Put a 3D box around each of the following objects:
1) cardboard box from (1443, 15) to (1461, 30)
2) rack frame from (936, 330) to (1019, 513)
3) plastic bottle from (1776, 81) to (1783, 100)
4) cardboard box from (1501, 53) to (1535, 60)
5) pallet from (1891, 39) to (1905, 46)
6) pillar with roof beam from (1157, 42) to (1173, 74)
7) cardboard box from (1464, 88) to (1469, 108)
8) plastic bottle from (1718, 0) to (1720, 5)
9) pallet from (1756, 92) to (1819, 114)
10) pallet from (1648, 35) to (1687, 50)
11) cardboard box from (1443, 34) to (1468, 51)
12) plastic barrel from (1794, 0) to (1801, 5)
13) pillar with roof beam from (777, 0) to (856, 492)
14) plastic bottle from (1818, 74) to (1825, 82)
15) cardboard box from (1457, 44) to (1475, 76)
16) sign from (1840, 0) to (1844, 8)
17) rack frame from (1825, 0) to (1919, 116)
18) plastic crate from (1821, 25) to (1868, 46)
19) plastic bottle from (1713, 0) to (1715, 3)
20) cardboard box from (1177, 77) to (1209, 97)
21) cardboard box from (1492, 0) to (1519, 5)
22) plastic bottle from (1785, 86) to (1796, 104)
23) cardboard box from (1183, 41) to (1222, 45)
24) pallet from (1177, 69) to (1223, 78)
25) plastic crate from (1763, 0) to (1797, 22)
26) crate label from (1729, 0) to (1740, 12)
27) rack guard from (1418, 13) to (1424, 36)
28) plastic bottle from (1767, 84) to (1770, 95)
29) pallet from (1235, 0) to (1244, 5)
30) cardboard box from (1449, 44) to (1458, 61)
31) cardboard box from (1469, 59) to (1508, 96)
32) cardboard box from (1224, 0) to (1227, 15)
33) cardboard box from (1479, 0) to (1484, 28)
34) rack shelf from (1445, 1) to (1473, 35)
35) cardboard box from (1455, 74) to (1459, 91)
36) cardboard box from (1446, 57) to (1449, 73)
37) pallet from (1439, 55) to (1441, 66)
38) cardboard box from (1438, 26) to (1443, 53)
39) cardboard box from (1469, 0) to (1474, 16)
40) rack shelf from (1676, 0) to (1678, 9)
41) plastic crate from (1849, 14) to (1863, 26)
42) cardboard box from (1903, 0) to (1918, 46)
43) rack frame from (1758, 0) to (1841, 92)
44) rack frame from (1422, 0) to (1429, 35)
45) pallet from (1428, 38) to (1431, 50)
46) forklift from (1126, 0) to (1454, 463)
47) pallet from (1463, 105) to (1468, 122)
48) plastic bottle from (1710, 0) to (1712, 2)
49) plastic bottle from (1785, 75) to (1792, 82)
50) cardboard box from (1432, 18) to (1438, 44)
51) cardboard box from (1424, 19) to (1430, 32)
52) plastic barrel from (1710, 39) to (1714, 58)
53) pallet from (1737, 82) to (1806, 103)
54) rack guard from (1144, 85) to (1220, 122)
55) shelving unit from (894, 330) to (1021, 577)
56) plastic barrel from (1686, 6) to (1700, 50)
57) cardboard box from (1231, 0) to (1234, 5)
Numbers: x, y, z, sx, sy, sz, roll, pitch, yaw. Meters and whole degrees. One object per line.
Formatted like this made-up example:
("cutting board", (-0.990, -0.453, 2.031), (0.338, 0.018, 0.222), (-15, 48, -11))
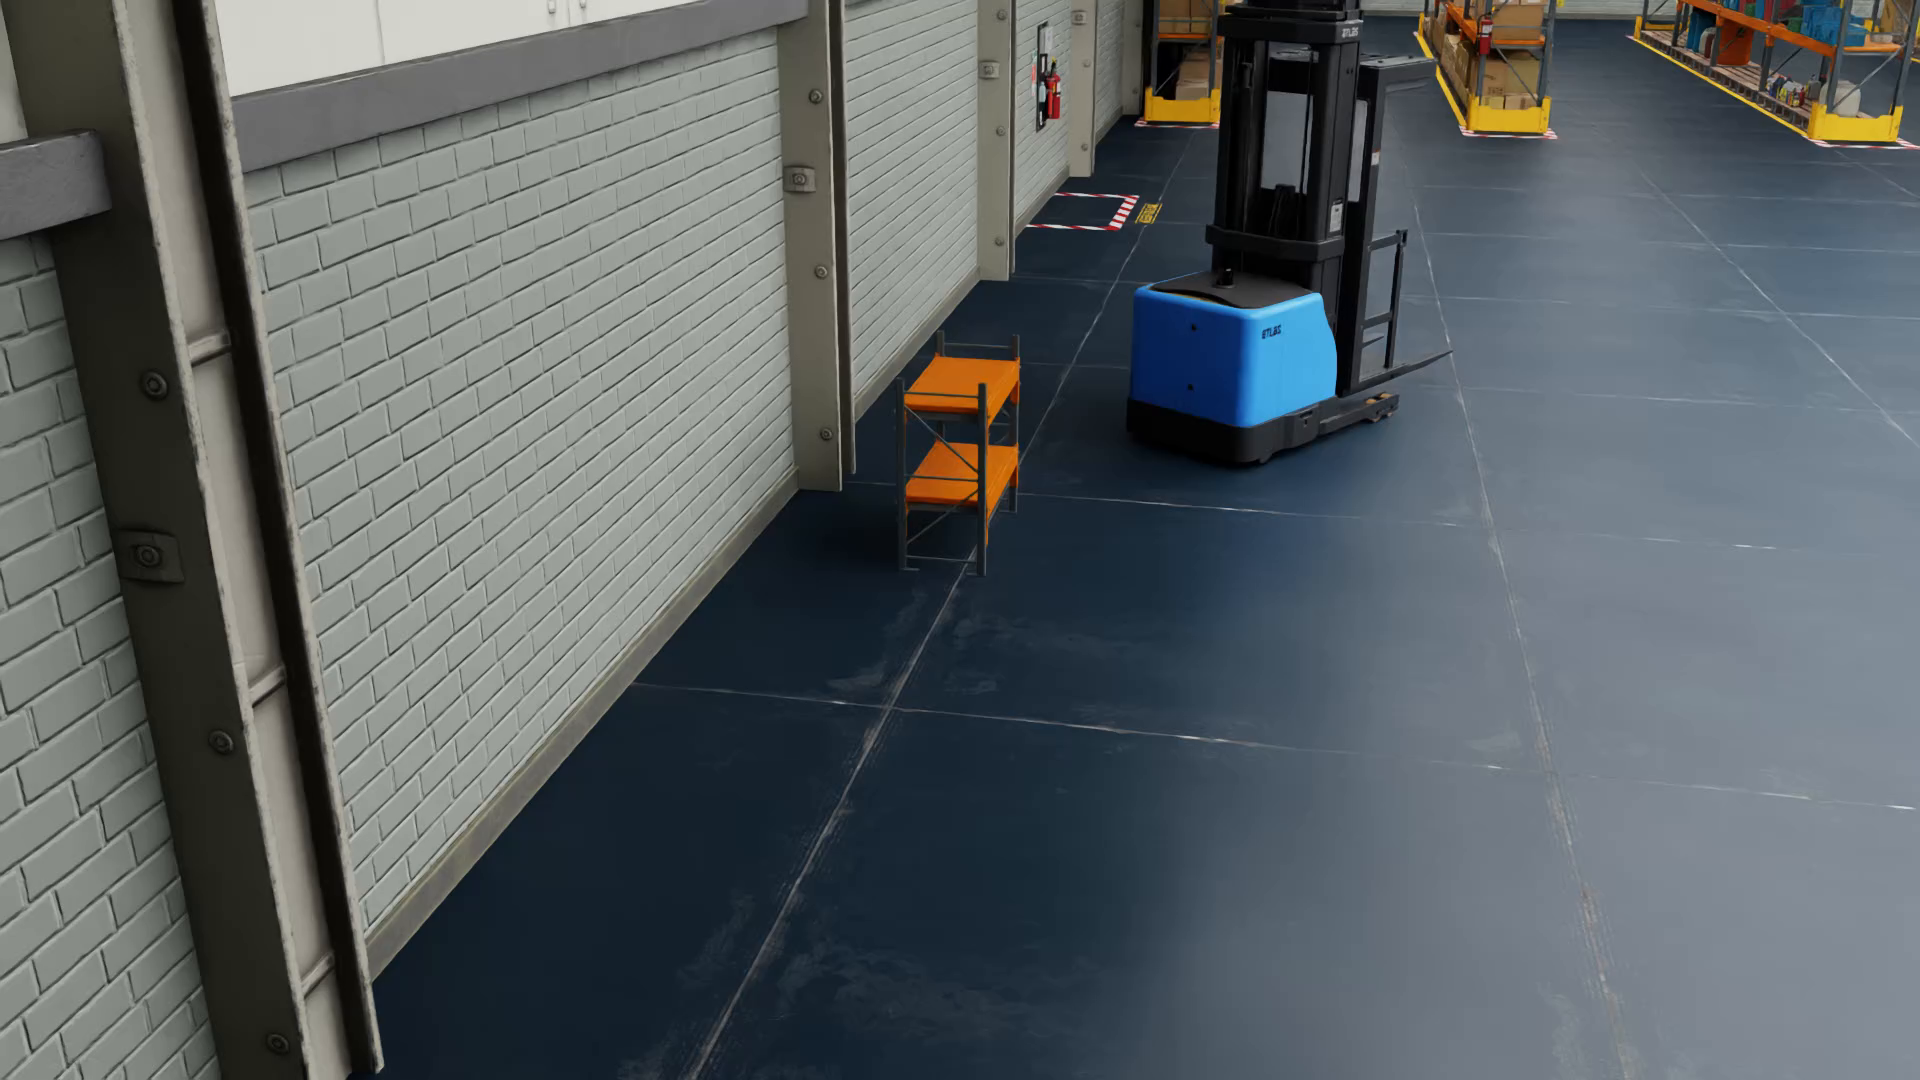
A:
("cardboard box", (9.951, -10.368, 33.334), (0.500, 0.250, 0.500), (5, 23, 13))
("rack frame", (0.105, -0.710, 10.111), (0.500, 1.125, 0.032), (4, 22, 11))
("plastic bottle", (13.331, -7.307, 27.028), (0.061, 0.283, 0.133), (5, 23, 13))
("cardboard box", (8.867, -7.482, 26.530), (0.500, 0.500, 0.500), (4, 22, 11))
("pallet", (20.974, -10.727, 36.206), (1.003, 0.211, 1.213), (4, 22, 11))
("pillar with roof beam", (8.235, -13.016, 30.126), (9.100, 9.000, 0.400), (4, 22, 11))
("cardboard box", (8.260, -6.990, 26.314), (0.500, 0.250, 0.500), (4, 22, 11))
("plastic bottle", (14.496, -10.342, 31.673), (0.061, 0.283, 0.133), (4, 22, 11))
("pallet", (13.837, -7.217, 27.490), (1.003, 0.211, 1.213), (4, 22, 11))
("pallet", (16.006, -11.104, 37.143), (1.003, 0.211, 1.213), (4, 22, 11))
("cardboard box", (9.588, -9.605, 32.054), (0.500, 0.311, 0.500), (5, 23, 13))
("plastic barrel", (14.425, -9.149, 28.373), (0.433, 0.535, 0.433), (0, 22, 0))
("pillar with roof beam", (3.337, -4.238, 8.332), (9.100, 9.000, 0.400), (4, 22, 11))
("plastic bottle", (14.165, -7.470, 27.344), (0.144, 0.351, 0.185), (4, 22, 9))
("cardboard box", (8.671, -8.069, 27.989), (0.500, 0.500, 0.500), (4, 22, 11))
("sign", (14.551, -8.835, 27.405), (0.100, 0.325, 0.005), (4, 22, 11))
("rack frame", (13.198, -7.290, 23.938), (1.000, 3.000, 0.127), (4, 22, 11))
("plastic crate", (13.008, -7.426, 24.477), (0.499, 0.251, 0.616), (4, 22, 11))
("plastic bottle", (14.604, -10.465, 32.087), (0.097, 0.201, 0.097), (0, 22, 0))
("cardboard box", (3.845, -7.456, 27.363), (0.500, 0.311, 0.500), (6, 23, 15))
("cardboard box", (8.241, -8.170, 25.123), (0.380, 0.149, 0.250), (4, 22, 10))
("plastic bottle", (13.251, -7.076, 26.465), (0.152, 0.276, 0.135), (4, 22, 9))
("cardboard box", (4.506, -9.016, 30.981), (0.700, 0.500, 0.500), (4, 22, 10))
("pallet", (4.473, -8.499, 30.674), (1.003, 0.211, 1.213), (4, 22, 11))
("plastic crate", (13.814, -8.983, 28.056), (0.402, 0.464, 0.583), (4, 22, 11))
("crate label", (14.363, -9.889, 30.345), (0.502, 0.435, 0.616), (4, 22, 11))
("rack guard", (11.599, -12.333, 39.807), (1.175, 0.500, 0.348), (4, 22, 11))
("plastic bottle", (13.479, -7.501, 27.620), (0.097, 0.201, 0.097), (0, 22, 0))
("pallet", (4.614, -9.687, 30.148), (1.003, 0.211, 1.213), (4, 22, 11))
("cardboard box", (9.172, -8.854, 30.190), (0.500, 0.311, 0.500), (4, 22, 11))
("cardboard box", (8.168, -7.155, 25.718), (0.500, 0.500, 0.500), (4, 22, 11))
("cardboard box", (4.002, -8.664, 26.521), (0.500, 0.500, 0.500), (5, 22, 11))
("cardboard box", (8.874, -8.639, 27.154), (0.700, 0.500, 0.500), (5, 22, 12))
("rack shelf", (9.574, -9.529, 30.462), (1.077, 0.370, 4.000), (4, 22, 11))
("cardboard box", (8.668, -7.722, 28.130), (0.500, 0.250, 0.500), (4, 22, 11))
("cardboard box", (9.281, -8.783, 30.764), (0.500, 0.250, 0.500), (5, 22, 12))
("pallet", (10.172, -9.571, 33.336), (1.003, 0.211, 1.213), (4, 22, 11))
("cardboard box", (10.049, -10.188, 33.892), (0.500, 0.500, 0.500), (4, 22, 9))
("cardboard box", (9.166, -9.405, 29.370), (0.396, 0.266, 0.258), (4, 22, 10))
("rack shelf", (16.055, -12.076, 36.786), (1.077, 0.370, 4.000), (4, 22, 11))
("plastic crate", (14.055, -8.258, 26.542), (0.499, 0.251, 0.616), (4, 22, 11))
("cardboard box", (20.892, -11.074, 35.618), (0.875, 0.875, 0.875), (4, 22, 11))
("rack frame", (14.015, -8.753, 27.571), (1.000, 3.000, 0.127), (4, 22, 11))
("rack frame", (11.615, -13.520, 39.409), (1.000, 3.000, 0.127), (4, 22, 11))
("pallet", (10.940, -11.015, 36.921), (1.003, 0.211, 1.213), (4, 22, 11))
("forklift", (2.547, -2.326, 11.706), (1.130, 2.935, 3.031), (20, 29, 41))
("pallet", (8.465, -6.658, 26.103), (1.003, 0.211, 1.213), (4, 22, 11))
("plastic bottle", (14.664, -10.604, 32.340), (0.097, 0.271, 0.097), (0, 22, 0))
("plastic bottle", (13.585, -7.453, 27.302), (0.144, 0.351, 0.185), (4, 22, 11))
("cardboard box", (10.461, -10.943, 35.768), (0.500, 0.500, 0.500), (3, 22, 8))
("cardboard box", (11.022, -11.906, 38.492), (0.500, 0.250, 0.500), (4, 22, 11))
("plastic barrel", (14.942, -9.650, 32.566), (0.421, 0.512, 0.421), (0, 22, 0))
("pallet", (14.137, -7.749, 28.812), (1.003, 0.211, 1.213), (4, 22, 11))
("rack guard", (3.515, -6.913, 26.350), (1.175, 0.500, 0.348), (4, 22, 11))
("shelving unit", (0.001, -0.524, 9.650), (0.538, 1.125, 1.048), (4, 22, 11))
("plastic barrel", (15.519, -10.702, 34.658), (0.600, 0.901, 0.708), (4, 22, 11))
("cardboard box", (4.426, -9.416, 28.388), (0.500, 0.500, 0.500), (4, 22, 11))
